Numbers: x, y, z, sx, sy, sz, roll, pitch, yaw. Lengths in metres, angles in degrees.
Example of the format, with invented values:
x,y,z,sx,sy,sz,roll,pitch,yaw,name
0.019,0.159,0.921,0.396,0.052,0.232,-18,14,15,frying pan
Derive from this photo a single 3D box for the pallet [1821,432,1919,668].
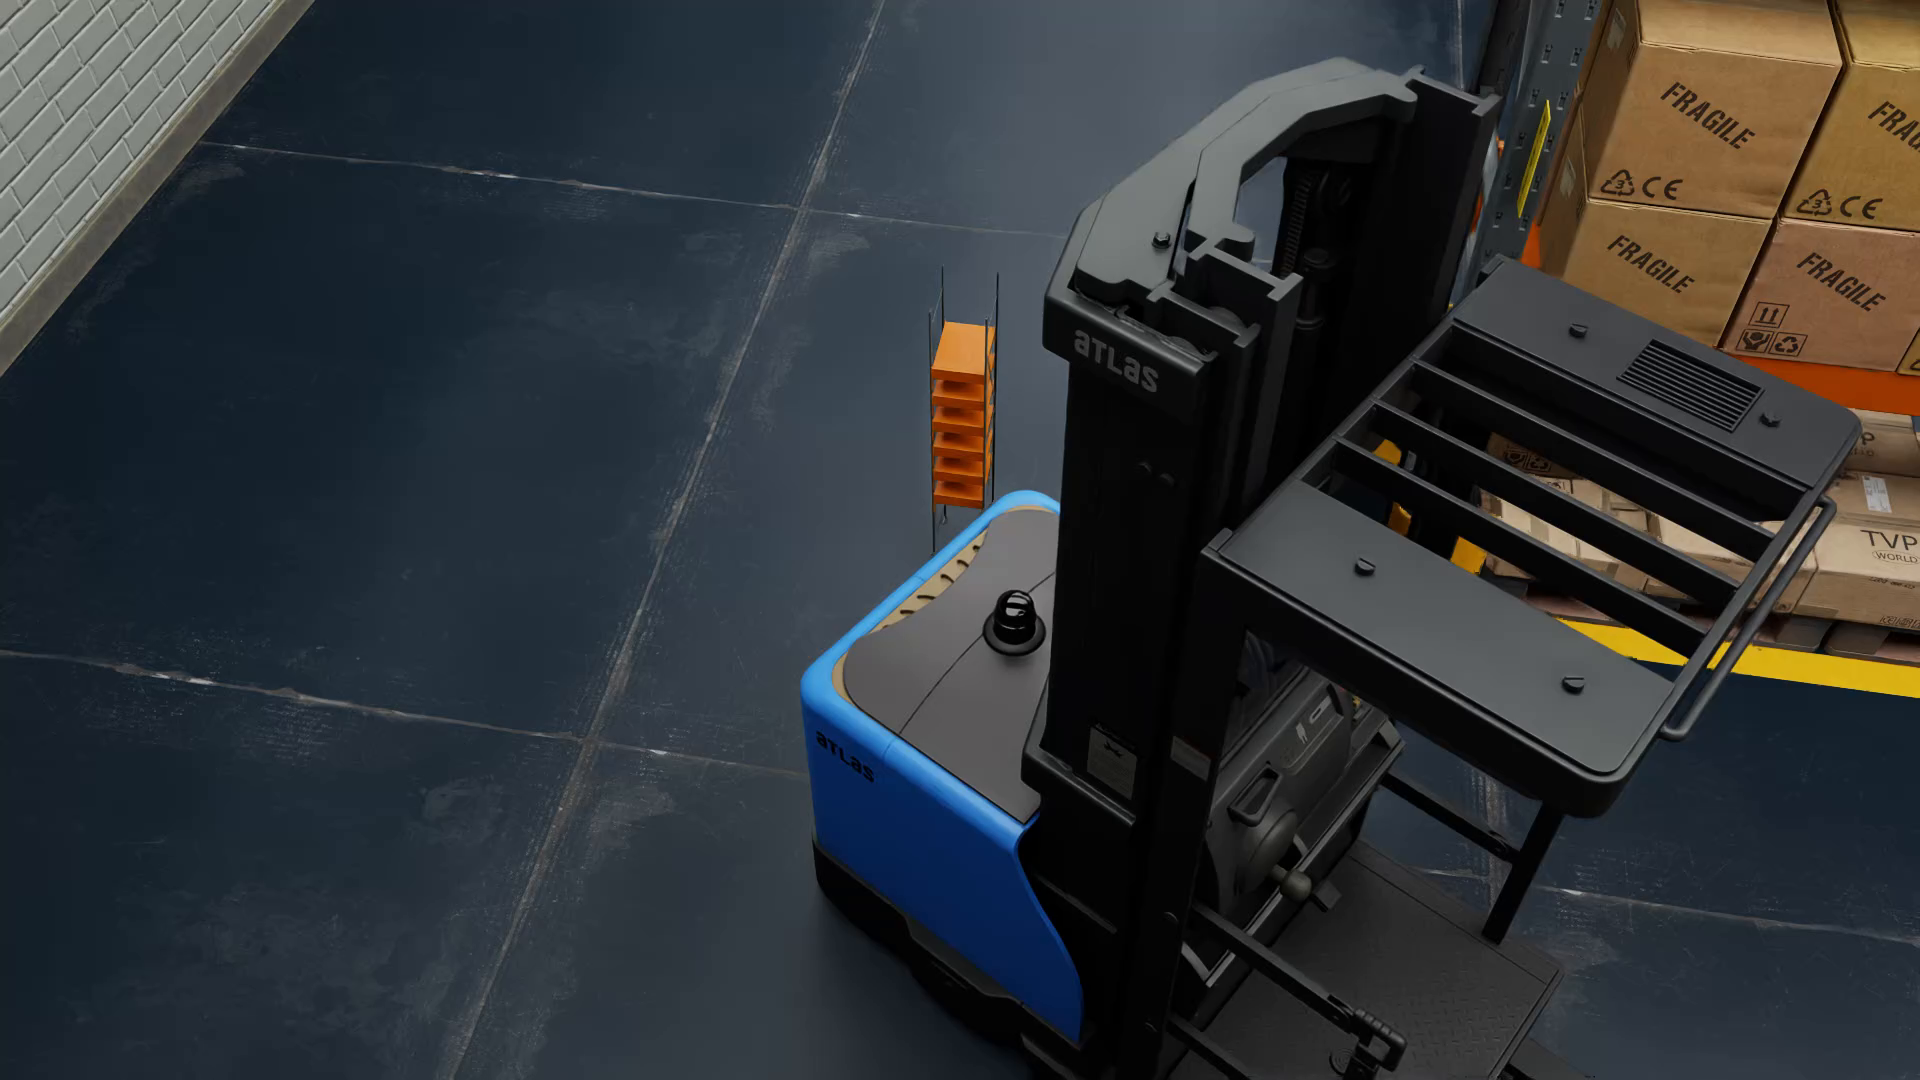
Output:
x,y,z,sx,sy,sz,roll,pitch,yaw,name
3.737,0.051,6.063,1.213,0.211,1.003,8,49,7,pallet

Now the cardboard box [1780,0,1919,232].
x,y,z,sx,sy,sz,roll,pitch,yaw,name
2.586,-1.212,4.583,0.500,0.500,0.500,8,49,7,cardboard box

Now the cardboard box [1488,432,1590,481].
x,y,z,sx,sy,sz,roll,pitch,yaw,name
2.260,-0.579,6.139,0.500,0.500,0.500,8,49,7,cardboard box

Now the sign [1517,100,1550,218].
x,y,z,sx,sy,sz,roll,pitch,yaw,name
1.584,-1.052,4.596,0.005,0.325,0.100,8,49,7,sign

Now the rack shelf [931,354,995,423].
x,y,z,sx,sy,sz,roll,pitch,yaw,name
0.014,-0.530,5.657,0.180,0.103,0.258,8,49,7,rack shelf

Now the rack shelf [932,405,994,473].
x,y,z,sx,sy,sz,roll,pitch,yaw,name
0.014,-0.369,5.835,0.180,0.103,0.258,8,49,7,rack shelf

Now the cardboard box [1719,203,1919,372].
x,y,z,sx,sy,sz,roll,pitch,yaw,name
2.579,-0.877,4.954,0.500,0.500,0.500,7,48,6,cardboard box

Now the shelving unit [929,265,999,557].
x,y,z,sx,sy,sz,roll,pitch,yaw,name
0.014,-0.399,5.802,0.189,1.200,0.258,8,49,7,shelving unit

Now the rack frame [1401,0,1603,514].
x,y,z,sx,sy,sz,roll,pitch,yaw,name
1.681,-1.159,5.275,0.127,3.000,1.000,8,49,7,rack frame

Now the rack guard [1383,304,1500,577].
x,y,z,sx,sy,sz,roll,pitch,yaw,name
1.755,-0.314,6.196,0.348,0.500,1.175,8,49,7,rack guard

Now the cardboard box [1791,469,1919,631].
x,y,z,sx,sy,sz,roll,pitch,yaw,name
3.149,0.024,5.764,0.500,0.250,0.500,8,49,7,cardboard box

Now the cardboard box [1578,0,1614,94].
x,y,z,sx,sy,sz,roll,pitch,yaw,name
2.168,-1.669,4.994,0.500,0.500,0.500,7,48,6,cardboard box

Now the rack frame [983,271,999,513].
x,y,z,sx,sy,sz,roll,pitch,yaw,name
0.104,-0.387,5.791,0.006,1.200,0.240,8,49,7,rack frame

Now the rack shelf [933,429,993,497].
x,y,z,sx,sy,sz,roll,pitch,yaw,name
0.014,-0.289,5.924,0.180,0.103,0.258,8,49,7,rack shelf

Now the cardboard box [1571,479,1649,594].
x,y,z,sx,sy,sz,roll,pitch,yaw,name
2.278,-0.019,5.860,0.250,0.166,0.380,8,49,7,cardboard box

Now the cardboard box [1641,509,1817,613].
x,y,z,sx,sy,sz,roll,pitch,yaw,name
2.657,-0.042,5.824,0.500,0.250,0.500,8,49,7,cardboard box

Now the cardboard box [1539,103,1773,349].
x,y,z,sx,sy,sz,roll,pitch,yaw,name
2.070,-0.941,5.012,0.500,0.500,0.500,9,49,8,cardboard box

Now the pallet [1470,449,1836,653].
x,y,z,sx,sy,sz,roll,pitch,yaw,name
2.540,-0.112,6.209,1.213,0.211,1.003,8,49,7,pallet

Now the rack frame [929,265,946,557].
x,y,z,sx,sy,sz,roll,pitch,yaw,name
-0.076,-0.411,5.813,0.006,1.200,0.240,8,49,7,rack frame

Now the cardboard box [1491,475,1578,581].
x,y,z,sx,sy,sz,roll,pitch,yaw,name
2.032,-0.047,5.896,0.250,0.149,0.380,8,49,7,cardboard box

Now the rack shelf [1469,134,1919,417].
x,y,z,sx,sy,sz,roll,pitch,yaw,name
3.649,-0.654,5.305,4.000,0.370,1.077,8,49,7,rack shelf

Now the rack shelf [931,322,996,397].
x,y,z,sx,sy,sz,roll,pitch,yaw,name
0.014,-0.610,5.567,0.180,0.103,0.258,8,49,7,rack shelf

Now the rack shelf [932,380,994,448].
x,y,z,sx,sy,sz,roll,pitch,yaw,name
0.014,-0.450,5.746,0.180,0.103,0.258,8,49,7,rack shelf

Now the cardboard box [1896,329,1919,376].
x,y,z,sx,sy,sz,roll,pitch,yaw,name
3.072,-0.808,4.892,0.500,0.500,0.500,8,49,7,cardboard box

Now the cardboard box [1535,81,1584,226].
x,y,z,sx,sy,sz,roll,pitch,yaw,name
2.170,-1.333,5.364,0.500,0.500,0.500,9,49,8,cardboard box

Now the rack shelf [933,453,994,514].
x,y,z,sx,sy,sz,roll,pitch,yaw,name
0.014,-0.209,6.014,0.180,0.103,0.258,8,49,7,rack shelf

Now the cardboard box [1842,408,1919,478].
x,y,z,sx,sy,sz,roll,pitch,yaw,name
3.189,-0.348,6.099,0.500,0.250,0.500,8,49,7,cardboard box

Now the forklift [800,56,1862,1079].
x,y,z,sx,sy,sz,roll,pitch,yaw,name
1.001,0.545,3.790,3.031,2.935,1.130,32,56,26,forklift

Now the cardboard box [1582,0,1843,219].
x,y,z,sx,sy,sz,roll,pitch,yaw,name
2.070,-1.275,4.640,0.500,0.500,0.500,9,49,8,cardboard box
